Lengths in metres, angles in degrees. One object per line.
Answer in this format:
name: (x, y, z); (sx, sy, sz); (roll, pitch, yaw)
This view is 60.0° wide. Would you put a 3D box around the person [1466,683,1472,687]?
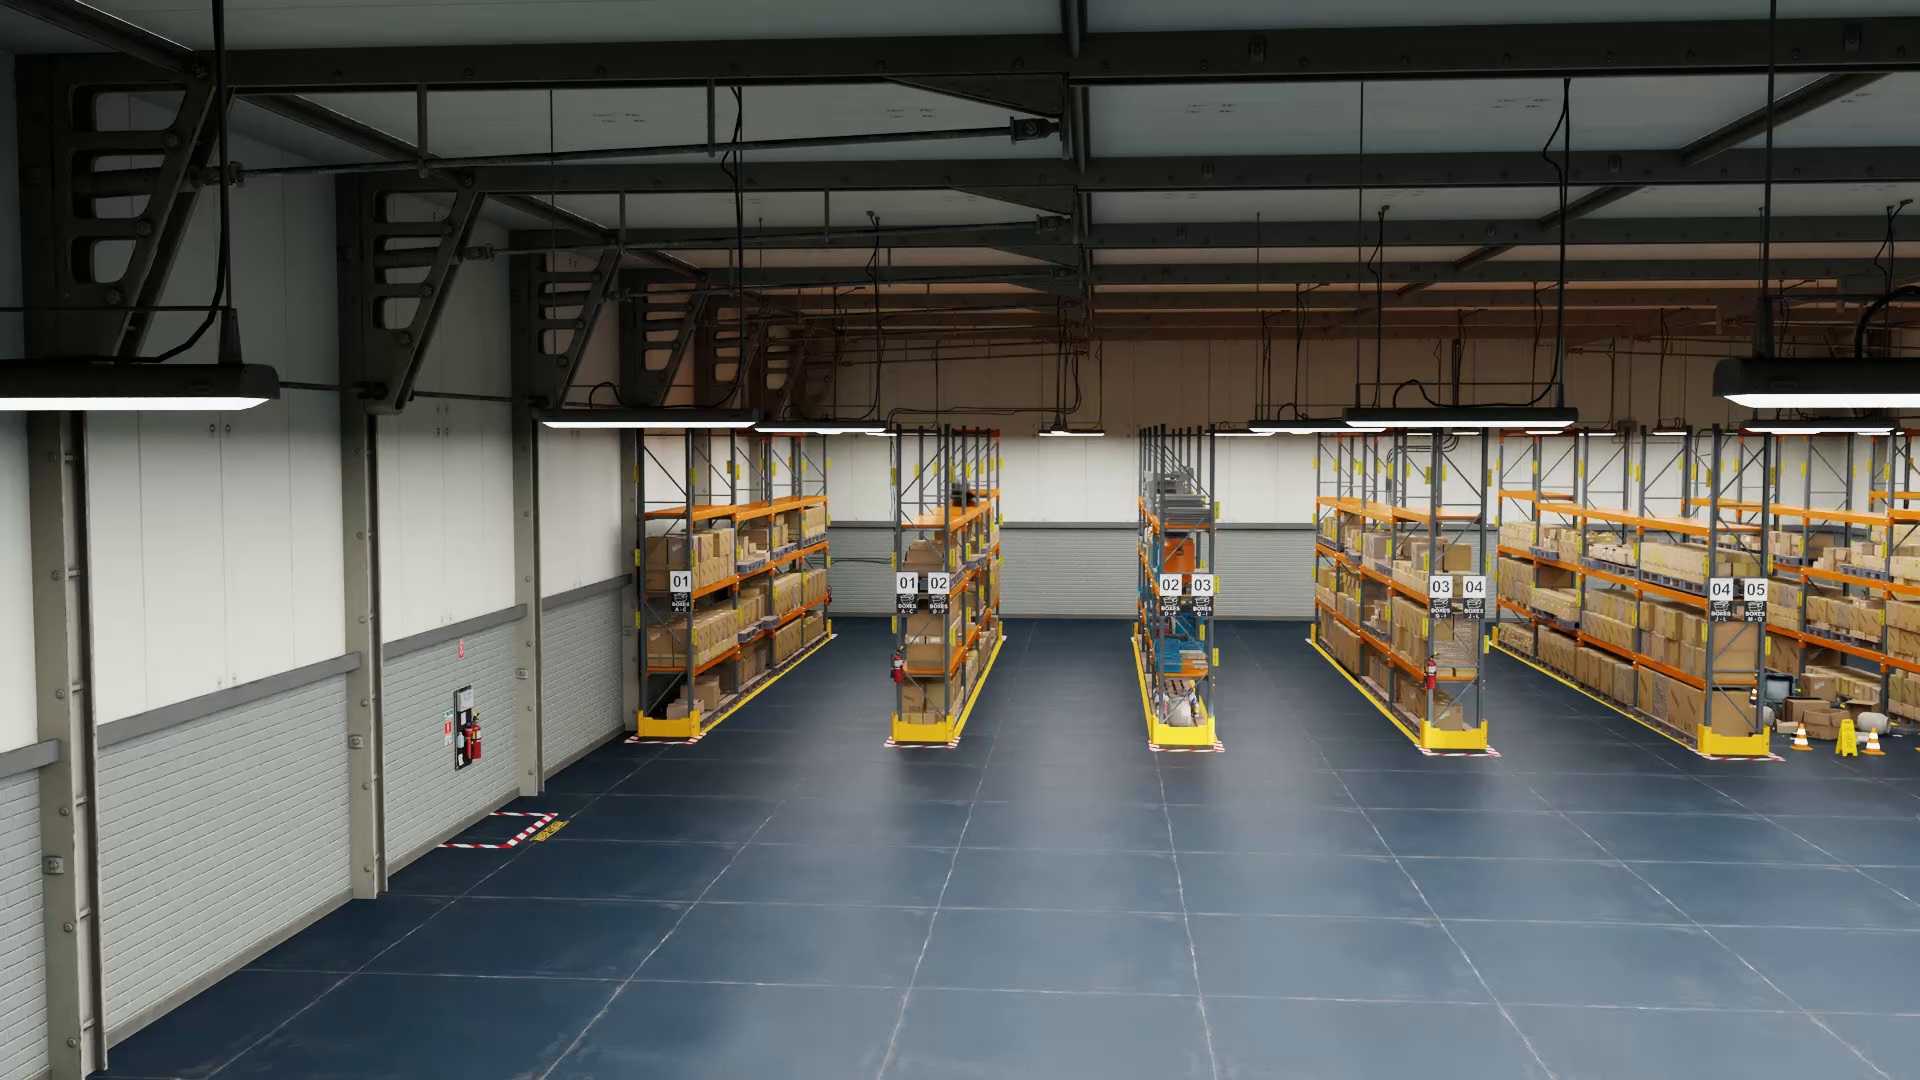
person: (11.682, 2.570, 38.608); (0.505, 1.588, 0.863); (0, 3, 1)
